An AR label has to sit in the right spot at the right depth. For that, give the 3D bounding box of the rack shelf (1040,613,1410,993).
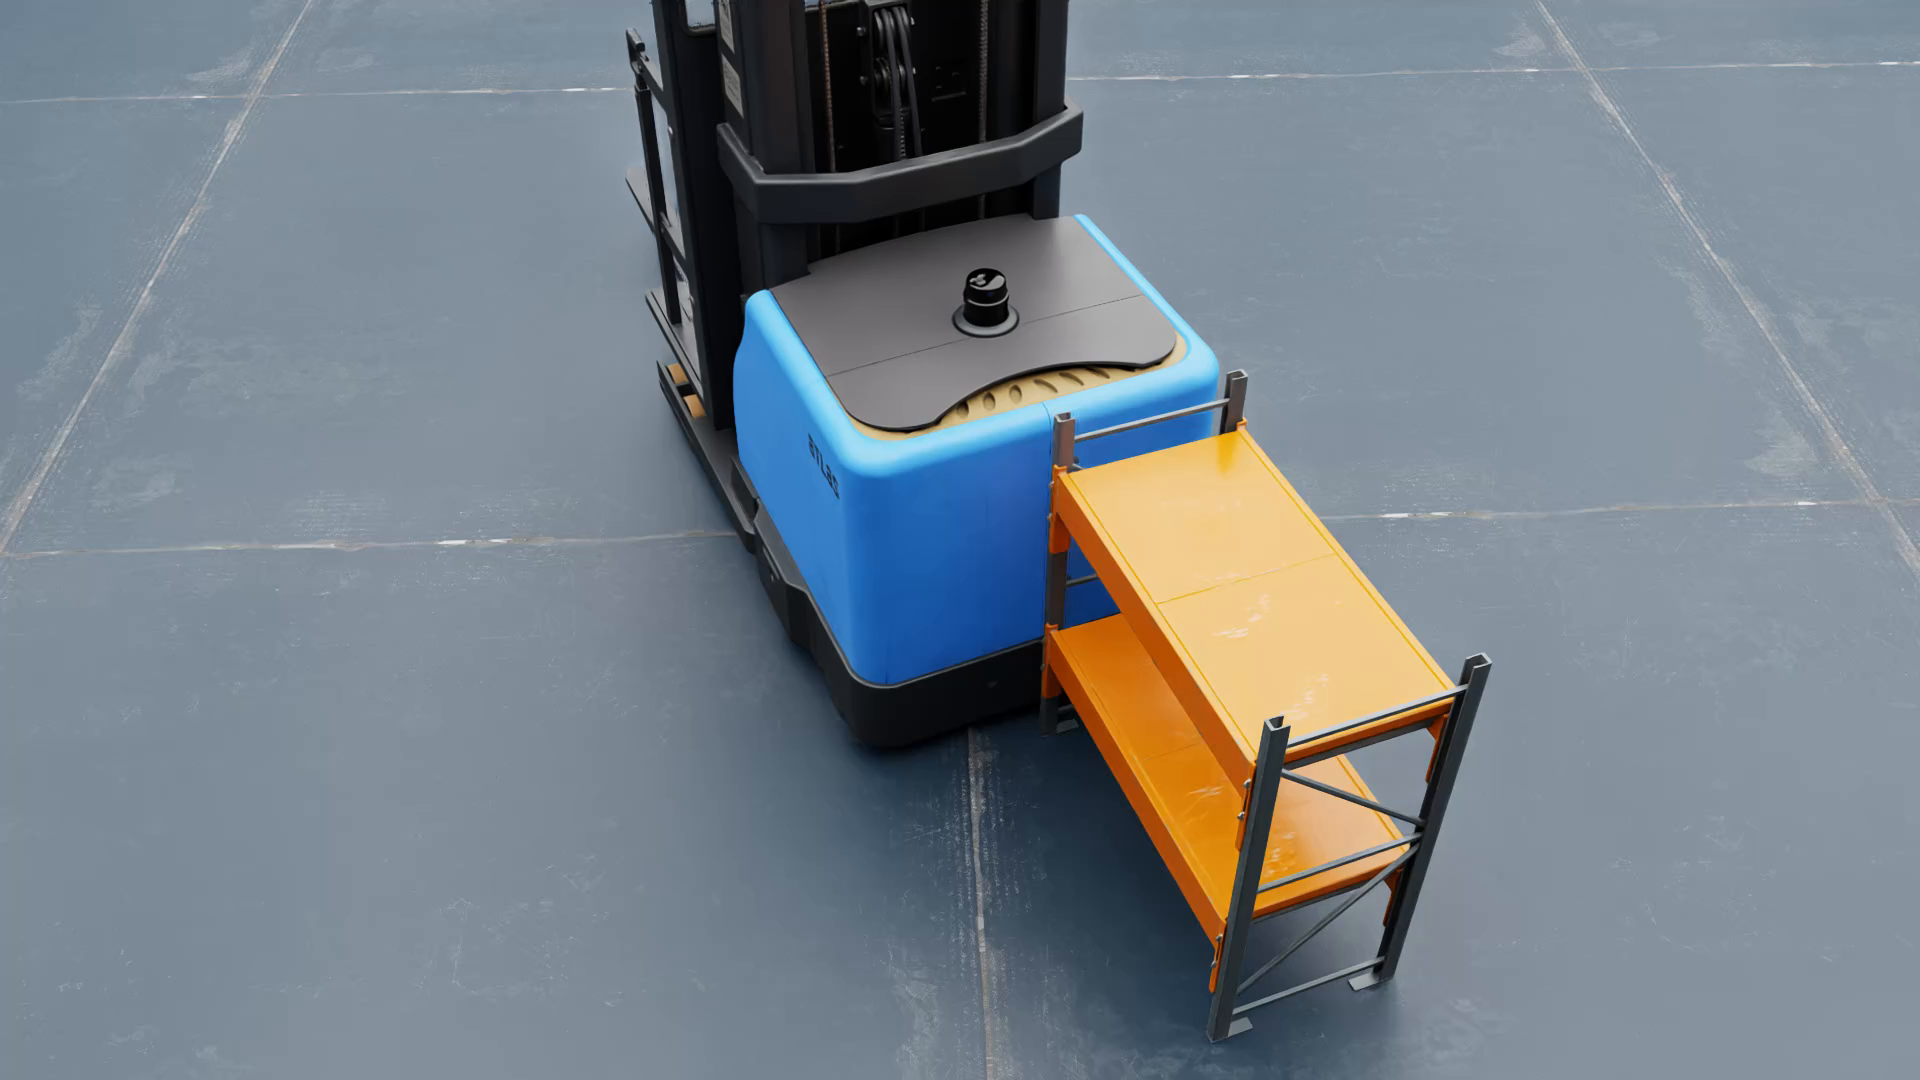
[{"bbox_3d":[0.642,0.570,4.157,0.538,0.278,1.000,-15,44,-15],"label":"rack shelf"}]

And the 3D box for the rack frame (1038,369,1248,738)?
[{"bbox_3d":[0.459,0.069,4.342,0.500,1.125,0.032,-15,44,-15],"label":"rack frame"}]

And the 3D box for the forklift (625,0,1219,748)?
[{"bbox_3d":[-0.386,-1.517,4.736,1.130,2.935,3.031,-17,45,-17],"label":"forklift"}]

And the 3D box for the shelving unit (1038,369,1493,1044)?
[{"bbox_3d":[0.642,0.390,3.992,0.538,1.125,1.048,-15,44,-15],"label":"shelving unit"}]

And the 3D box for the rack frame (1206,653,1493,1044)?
[{"bbox_3d":[0.825,0.710,3.643,0.500,1.125,0.032,-15,44,-15],"label":"rack frame"}]

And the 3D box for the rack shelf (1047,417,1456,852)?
[{"bbox_3d":[0.642,0.174,3.794,0.538,0.278,1.000,-15,44,-15],"label":"rack shelf"}]
